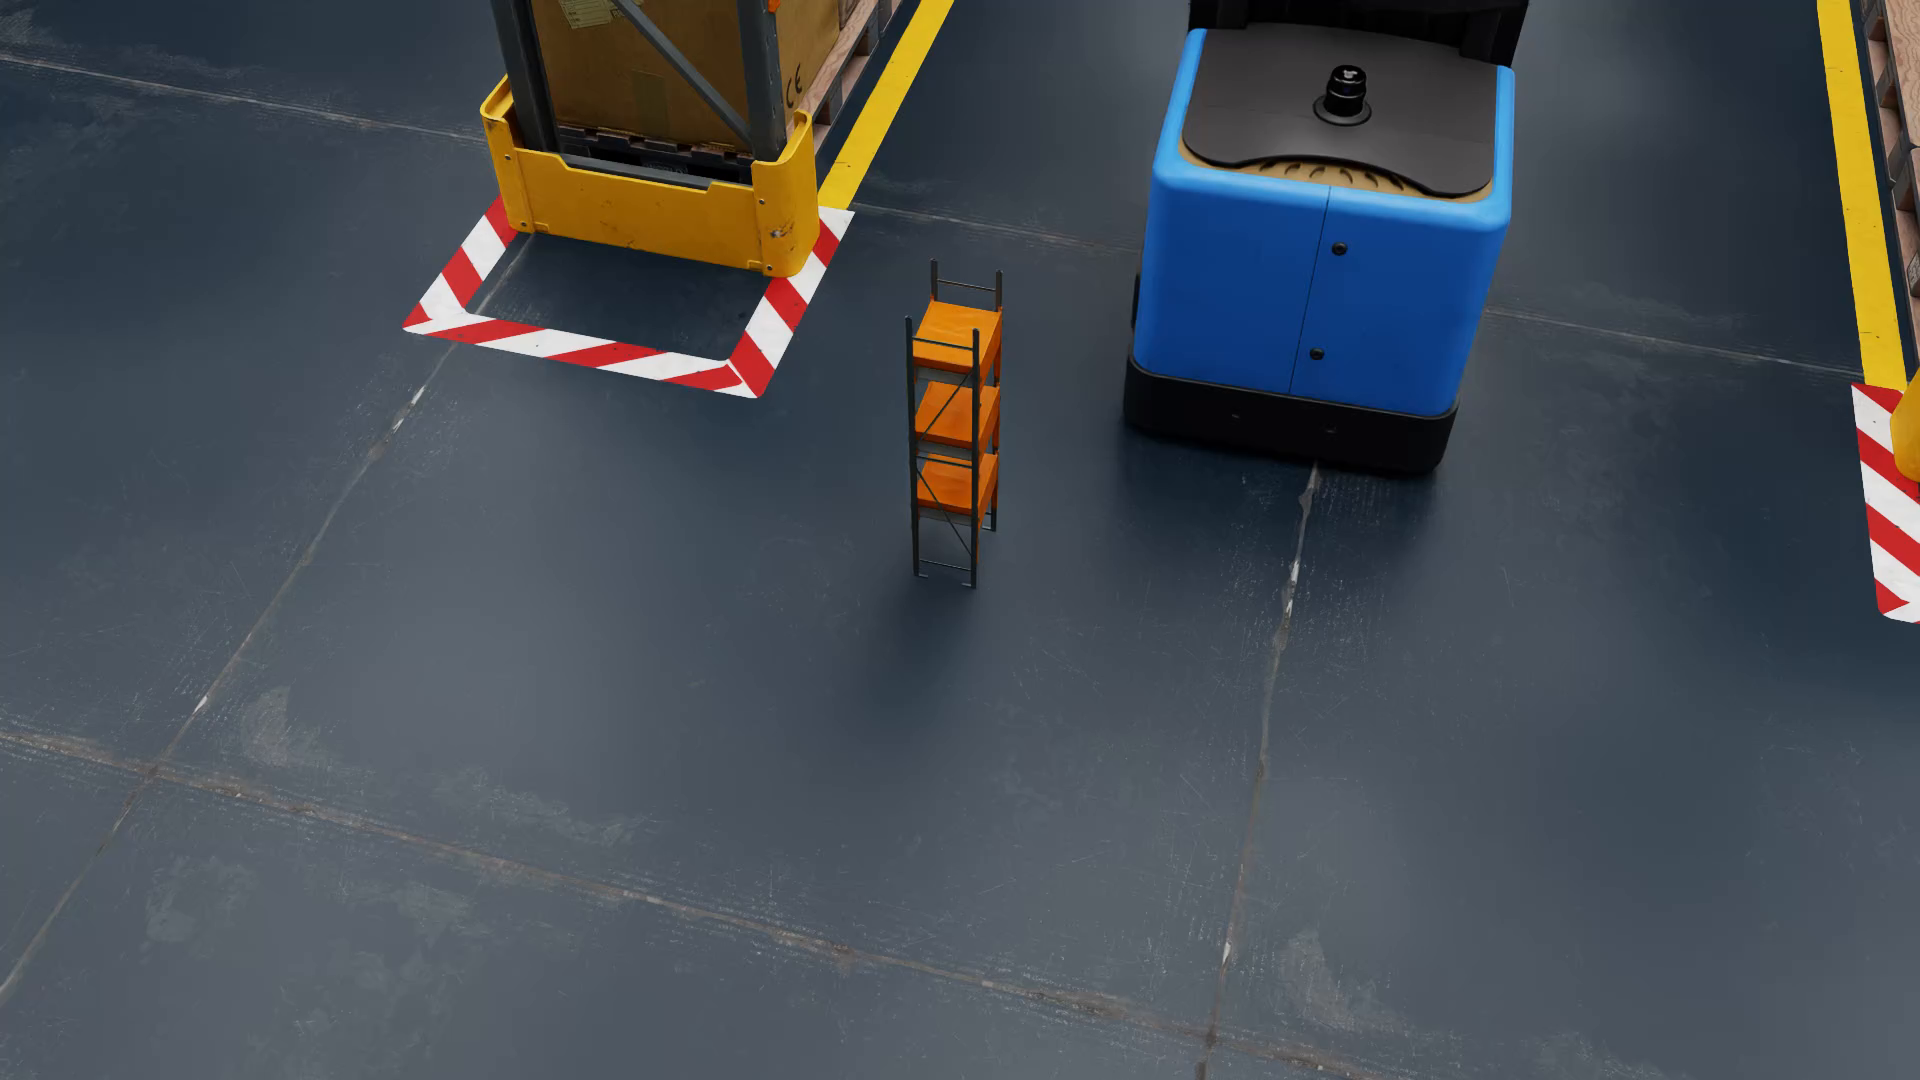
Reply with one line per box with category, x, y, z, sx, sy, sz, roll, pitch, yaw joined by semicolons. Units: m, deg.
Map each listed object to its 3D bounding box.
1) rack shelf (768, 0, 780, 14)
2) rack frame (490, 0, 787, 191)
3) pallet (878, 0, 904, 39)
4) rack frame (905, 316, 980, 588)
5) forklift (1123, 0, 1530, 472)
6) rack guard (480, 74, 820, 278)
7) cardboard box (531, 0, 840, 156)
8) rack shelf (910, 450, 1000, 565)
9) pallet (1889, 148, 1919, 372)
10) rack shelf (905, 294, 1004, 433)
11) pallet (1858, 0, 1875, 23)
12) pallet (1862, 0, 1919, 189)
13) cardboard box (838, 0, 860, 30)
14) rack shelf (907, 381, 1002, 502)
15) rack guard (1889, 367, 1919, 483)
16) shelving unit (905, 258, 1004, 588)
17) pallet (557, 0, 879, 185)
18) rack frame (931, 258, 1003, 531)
rack shelf;-0.589;-3.407;6.736;1.077;0.370;4.000;12;50;10
rack frame;-1.115;-2.198;5.190;1.000;3.000;0.127;12;50;10
pallet;-0.657;-2.749;7.536;1.003;0.211;1.213;12;50;10
rack frame;-0.046;-0.220;4.744;0.200;1.050;0.008;12;50;10
forklift;1.379;-2.318;5.341;1.130;2.935;3.031;10;49;9
rack guard;-1.121;-1.354;6.111;1.175;0.500;0.348;12;50;10
cardboard box;-1.024;-2.113;6.251;0.875;0.875;0.875;12;50;10
rack shelf;-0.014;-0.118;5.039;0.215;0.259;0.240;12;50;10
pallet;3.918;-0.887;5.892;1.003;0.211;1.213;12;50;10
rack shelf;-0.014;-0.489;4.617;0.215;0.259;0.240;12;50;10
pallet;4.560;-2.652;7.450;1.003;0.211;1.213;12;50;10
pallet;4.241;-1.767;6.669;1.003;0.211;1.213;12;50;10
cardboard box;-0.784;-2.771;6.832;0.875;0.875;0.875;12;50;10
rack shelf;-0.014;-0.302;4.830;0.215;0.259;0.240;12;50;10
rack guard;3.670;-0.374;5.247;1.175;0.500;0.348;12;50;10
shelving unit;-0.014;-0.309;4.822;0.215;1.050;0.252;12;50;10
pallet;-0.980;-1.869;6.759;1.003;0.211;1.213;12;50;10
rack frame;0.018;-0.397;4.900;0.200;1.050;0.008;12;50;10
